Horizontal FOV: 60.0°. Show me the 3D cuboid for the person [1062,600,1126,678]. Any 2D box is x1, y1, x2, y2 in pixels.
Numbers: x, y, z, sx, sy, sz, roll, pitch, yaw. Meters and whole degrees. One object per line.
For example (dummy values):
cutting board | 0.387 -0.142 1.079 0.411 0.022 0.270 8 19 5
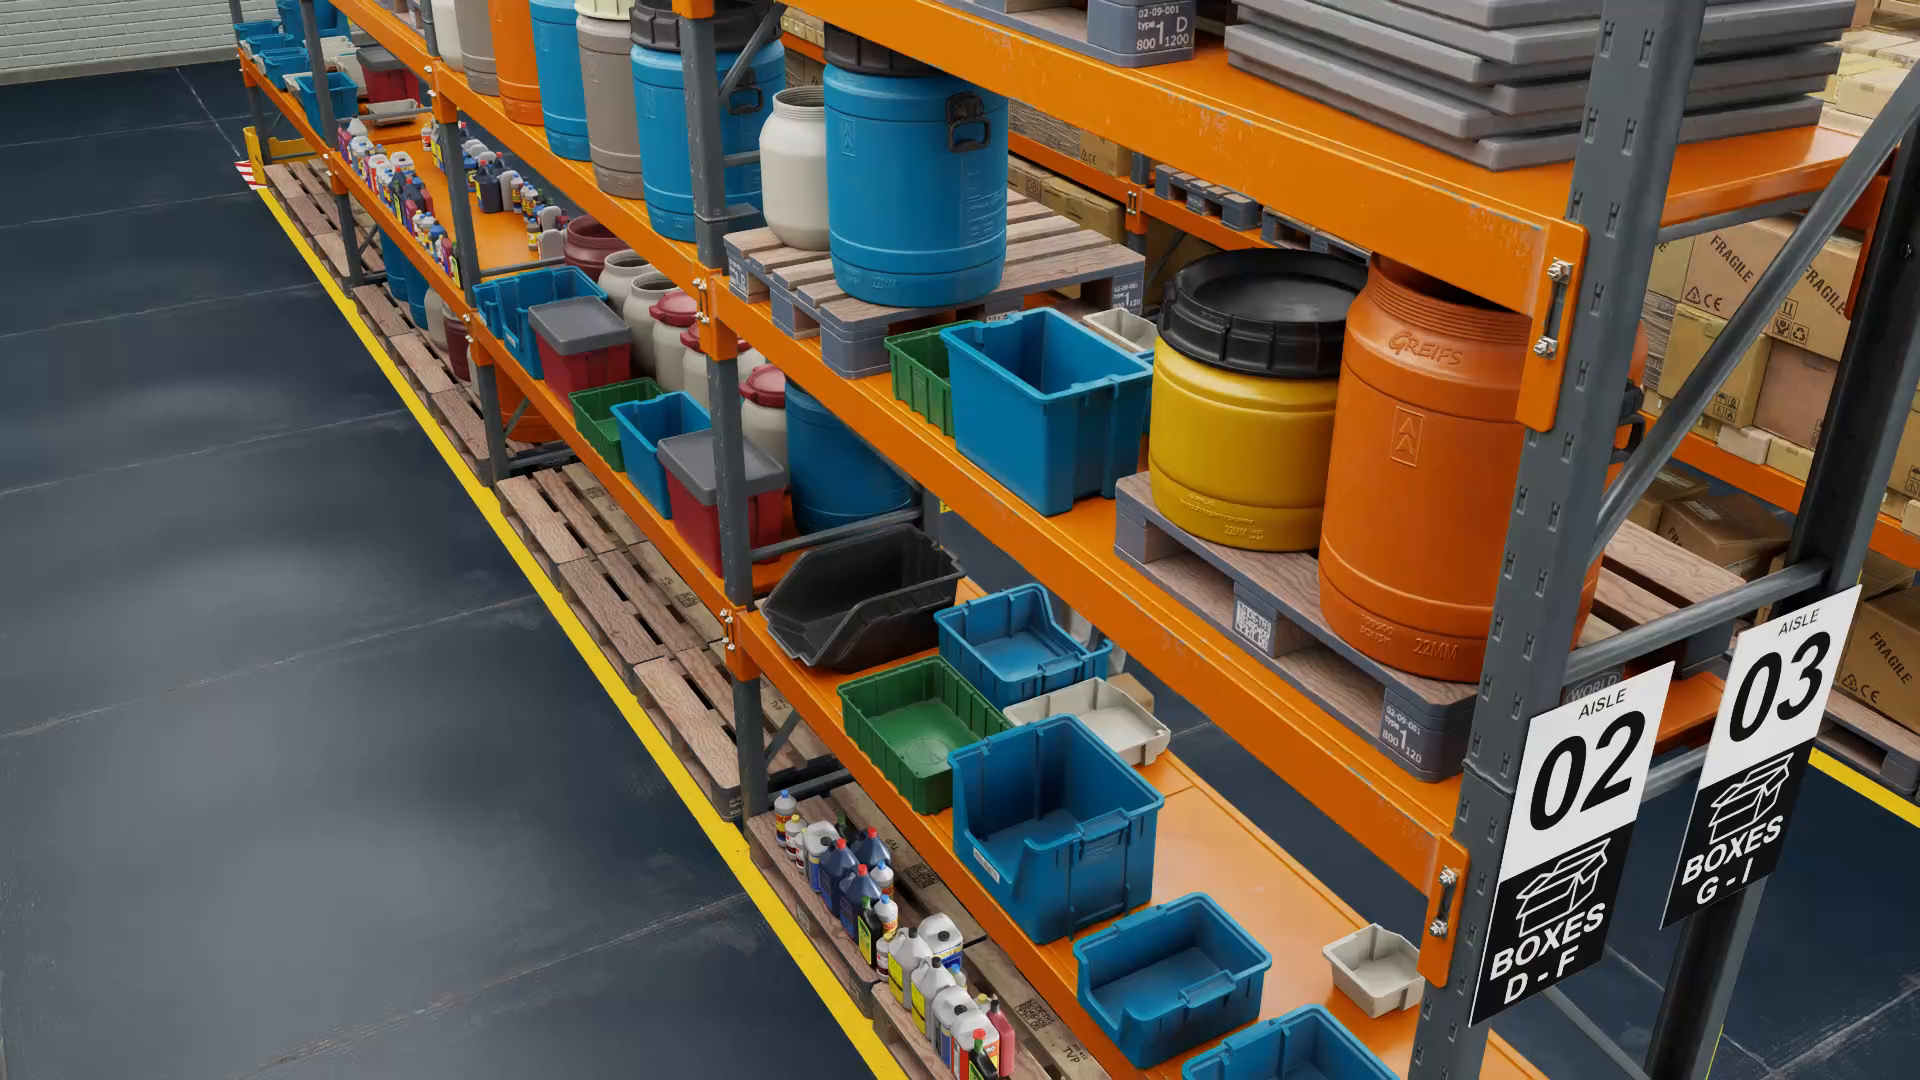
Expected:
person | 0.692 0.139 8.308 0.492 1.672 0.364 -14 32 -24
